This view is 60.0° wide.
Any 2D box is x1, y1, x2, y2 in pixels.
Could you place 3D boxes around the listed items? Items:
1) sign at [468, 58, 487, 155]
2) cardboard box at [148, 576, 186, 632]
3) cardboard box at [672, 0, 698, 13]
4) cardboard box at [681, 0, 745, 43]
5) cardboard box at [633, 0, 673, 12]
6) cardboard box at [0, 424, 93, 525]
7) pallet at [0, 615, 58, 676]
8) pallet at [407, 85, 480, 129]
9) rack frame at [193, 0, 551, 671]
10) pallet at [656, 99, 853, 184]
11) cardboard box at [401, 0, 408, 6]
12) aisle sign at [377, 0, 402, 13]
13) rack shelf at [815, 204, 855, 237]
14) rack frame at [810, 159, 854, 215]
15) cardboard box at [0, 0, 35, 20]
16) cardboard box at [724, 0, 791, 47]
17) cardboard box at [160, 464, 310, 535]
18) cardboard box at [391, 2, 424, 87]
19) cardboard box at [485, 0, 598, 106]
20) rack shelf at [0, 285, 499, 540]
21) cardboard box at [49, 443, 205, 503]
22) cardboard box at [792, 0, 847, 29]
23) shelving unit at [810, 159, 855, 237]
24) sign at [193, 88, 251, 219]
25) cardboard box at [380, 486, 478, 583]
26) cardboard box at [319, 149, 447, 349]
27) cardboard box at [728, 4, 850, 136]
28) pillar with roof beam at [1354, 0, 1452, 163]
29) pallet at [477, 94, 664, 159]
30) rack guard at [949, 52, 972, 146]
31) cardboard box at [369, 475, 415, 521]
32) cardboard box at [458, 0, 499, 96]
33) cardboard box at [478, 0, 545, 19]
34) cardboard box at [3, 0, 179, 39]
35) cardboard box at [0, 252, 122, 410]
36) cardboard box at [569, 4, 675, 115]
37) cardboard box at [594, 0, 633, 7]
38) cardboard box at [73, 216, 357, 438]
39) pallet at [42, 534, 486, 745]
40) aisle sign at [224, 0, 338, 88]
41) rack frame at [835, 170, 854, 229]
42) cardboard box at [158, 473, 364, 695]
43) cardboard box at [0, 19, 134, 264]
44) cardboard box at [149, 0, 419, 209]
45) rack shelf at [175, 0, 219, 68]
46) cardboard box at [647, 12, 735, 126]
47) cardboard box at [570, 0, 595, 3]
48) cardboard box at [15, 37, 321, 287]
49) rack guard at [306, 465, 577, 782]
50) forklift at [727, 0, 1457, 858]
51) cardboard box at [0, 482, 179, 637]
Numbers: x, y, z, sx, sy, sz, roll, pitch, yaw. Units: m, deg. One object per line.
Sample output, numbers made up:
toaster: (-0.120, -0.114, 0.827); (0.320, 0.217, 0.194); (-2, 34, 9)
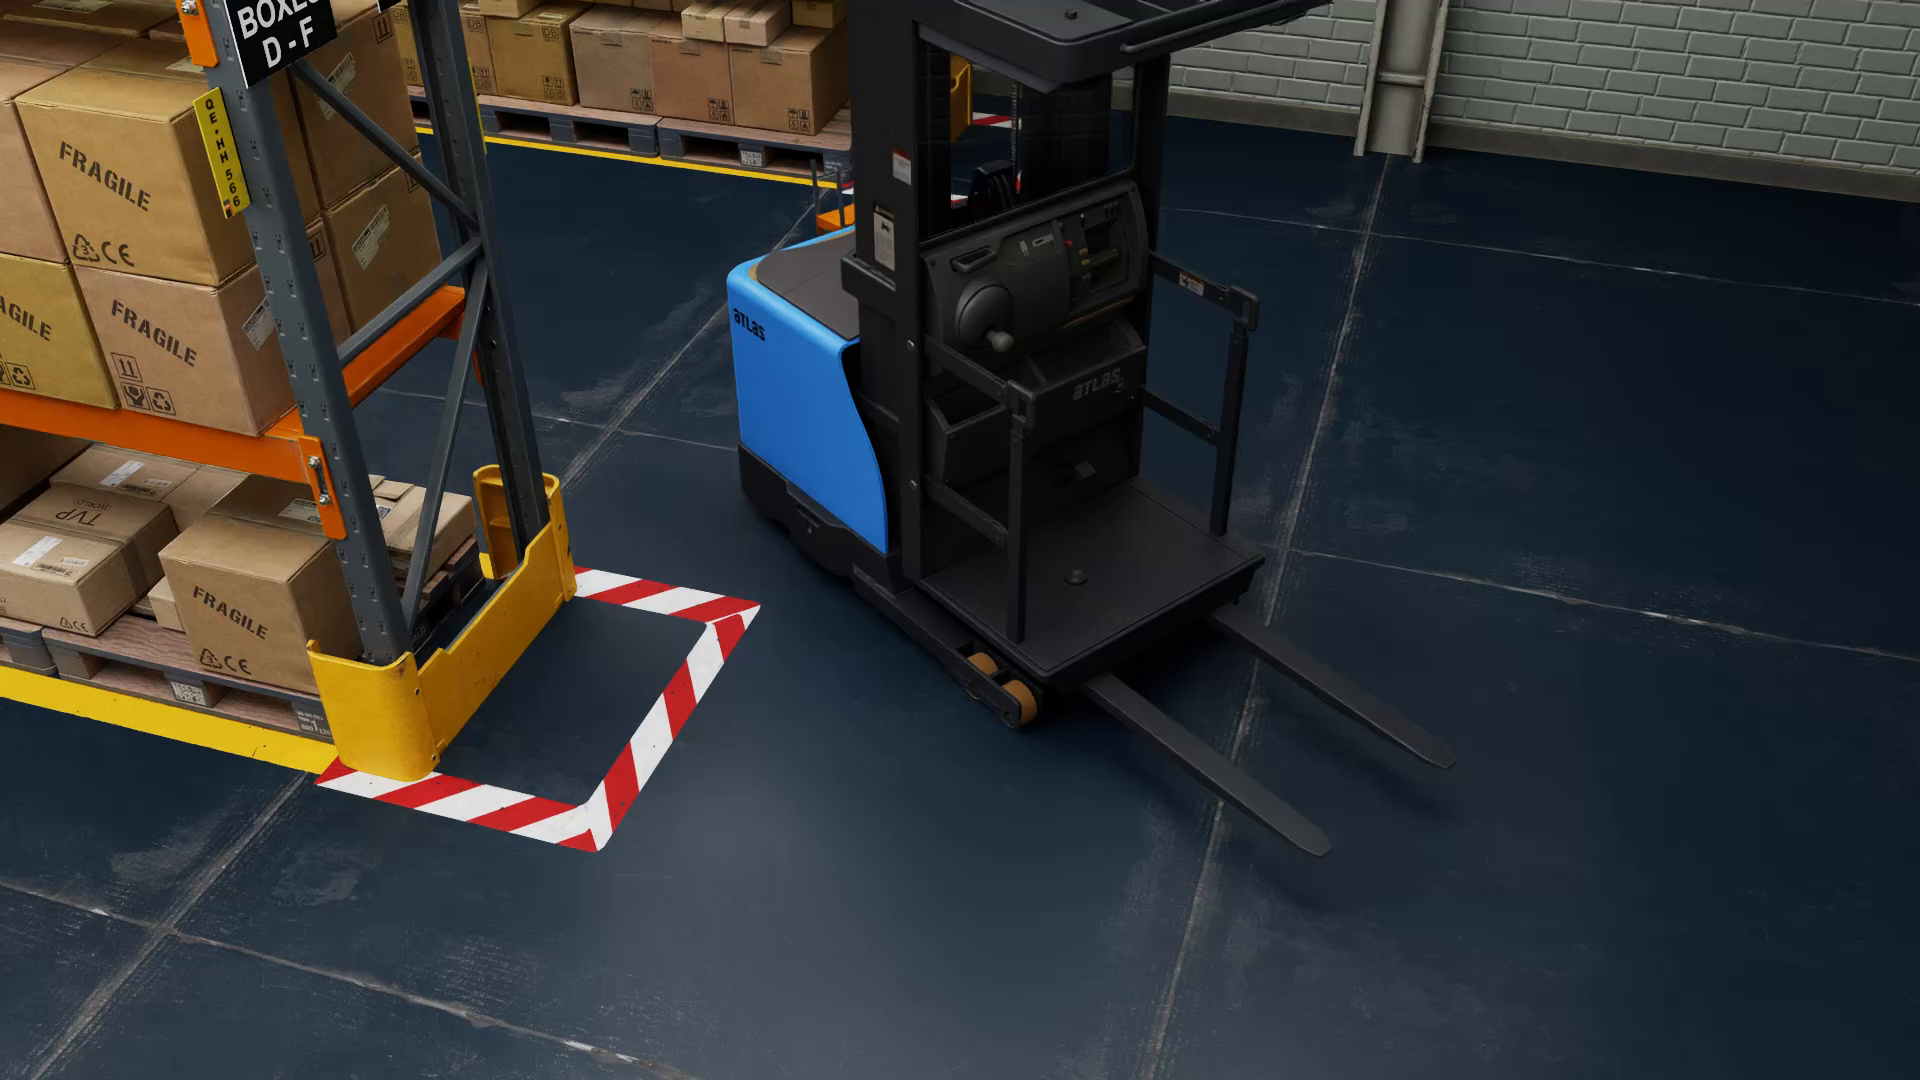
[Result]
sign: (-1.581, -1.381, 5.366); (0.005, 0.325, 0.100); (10, 38, 14)
cardboard box: (-2.695, 0.159, 6.022); (0.250, 0.166, 0.380); (10, 38, 14)
cardboard box: (-1.511, -3.244, 9.835); (0.250, 0.149, 0.380); (11, 38, 14)
cardboard box: (-1.388, -2.984, 9.481); (0.250, 0.149, 0.380); (11, 38, 15)
cardboard box: (-1.754, -3.289, 9.895); (0.250, 0.149, 0.380); (11, 38, 15)
cardboard box: (-3.766, -0.275, 6.328); (0.637, 0.503, 0.797); (10, 38, 14)
pallet: (-3.737, 0.027, 6.535); (1.213, 0.211, 1.003); (10, 38, 14)
pallet: (-3.385, -2.934, 10.559); (1.213, 0.211, 1.003); (10, 38, 14)
rack frame: (-1.743, -0.726, 5.205); (0.127, 3.000, 1.000); (10, 38, 14)
pallet: (-1.056, -2.503, 9.973); (1.213, 0.211, 1.003); (10, 38, 14)
cardboard box: (-3.131, -3.306, 9.918); (0.250, 0.149, 0.380); (12, 38, 15)
aisle sign: (-1.590, -1.927, 4.644); (0.004, 0.787, 0.394); (10, 38, 14)
rack shelf: (-0.451, -1.333, 7.009); (0.258, 0.103, 0.180); (-25, 38, -30)
rack frame: (-0.491, -1.104, 7.241); (0.240, 1.200, 0.006); (-25, 38, -30)
cardboard box: (-3.065, -1.575, 5.432); (0.500, 0.500, 0.500); (11, 38, 15)
cardboard box: (-1.144, -2.939, 9.420); (0.250, 0.149, 0.380); (10, 38, 13)
cardboard box: (-2.654, -0.140, 6.359); (0.500, 0.250, 0.500); (10, 38, 14)
cardboard box: (-3.404, -3.208, 10.333); (0.500, 0.500, 0.700); (11, 38, 14)
cardboard box: (-2.436, -3.026, 10.085); (0.500, 0.500, 0.700); (11, 38, 15)
rack shelf: (-3.652, -0.789, 5.899); (4.000, 0.370, 1.077); (10, 38, 14)
cardboard box: (-3.132, -0.229, 6.479); (0.500, 0.250, 0.500); (10, 38, 14)
cardboard box: (-0.788, -3.111, 9.653); (0.250, 0.149, 0.380); (11, 38, 14)
shelving unit: (-0.434, -1.068, 7.178); (0.258, 1.200, 0.189); (-25, 38, -30)
sign: (-1.927, -1.009, 4.346); (0.005, 0.325, 0.100); (10, 38, 14)
cardboard box: (-2.040, -0.023, 6.285); (0.250, 0.149, 0.380); (10, 38, 14)
cardboard box: (-2.088, -0.993, 5.485); (0.500, 0.500, 0.500); (11, 38, 15)
cardboard box: (-0.967, -2.759, 9.722); (0.500, 0.500, 0.700); (10, 38, 14)
pillar with roof beam: (1.282, -3.521, 3.943); (0.400, 9.000, 9.100); (10, 38, 14)
pallet: (-2.216, -2.720, 10.267); (1.213, 0.211, 1.003); (10, 38, 14)
rack guard: (-0.246, -2.518, 9.749); (0.348, 0.500, 1.175); (10, 38, 14)
cardboard box: (-2.278, -0.074, 6.339); (0.250, 0.166, 0.380); (10, 38, 14)
cardboard box: (-2.925, -3.118, 10.210); (0.500, 0.500, 0.700); (10, 38, 13)
cardboard box: (-2.633, -3.214, 9.793); (0.250, 0.149, 0.380); (9, 37, 13)
cardboard box: (-2.589, -1.484, 5.308); (0.500, 0.500, 0.500); (11, 38, 14)
cardboard box: (-2.748, -0.781, 5.196); (0.500, 0.500, 0.500); (11, 38, 14)
cardboard box: (-1.925, -2.935, 9.962); (0.500, 0.500, 0.700); (9, 37, 12)
cardboard box: (-1.999, -3.334, 9.956); (0.250, 0.149, 0.380); (11, 38, 14)
cardboard box: (-2.251, -0.691, 5.074); (0.500, 0.500, 0.500); (12, 38, 15)
pallet: (-2.576, 0.244, 6.241); (1.213, 0.211, 1.003); (10, 38, 14)
aisle sign: (-1.769, -1.587, 4.183); (0.004, 0.787, 0.394); (10, 38, 14)
rack frame: (-0.378, -1.032, 7.116); (0.240, 1.200, 0.006); (-25, 38, -30)
cardboard box: (-2.335, 0.147, 5.757); (0.500, 0.500, 0.500); (10, 38, 14)
cardboard box: (-2.732, -1.180, 4.895); (0.500, 0.500, 0.500); (12, 38, 15)
cardboard box: (-2.088, -1.396, 5.188); (0.500, 0.500, 0.500); (12, 38, 15)
rack shelf: (-3.652, -1.997, 5.010); (4.000, 0.370, 1.077); (10, 38, 14)
cardboard box: (-1.445, -2.847, 9.842); (0.500, 0.500, 0.700); (10, 38, 14)
cardboard box: (-2.240, -3.379, 10.018); (0.250, 0.149, 0.380); (10, 37, 13)
cardboard box: (-2.249, -1.092, 4.775); (0.500, 0.500, 0.500); (10, 38, 13)
rack guard: (-1.815, 0.268, 5.964); (0.348, 0.500, 1.175); (10, 38, 14)
forklift: (0.406, -0.857, 5.441); (1.130, 2.935, 3.031); (-26, 43, -30)
cardboard box: (-3.233, 0.063, 6.082); (0.500, 0.250, 0.500); (10, 38, 14)
